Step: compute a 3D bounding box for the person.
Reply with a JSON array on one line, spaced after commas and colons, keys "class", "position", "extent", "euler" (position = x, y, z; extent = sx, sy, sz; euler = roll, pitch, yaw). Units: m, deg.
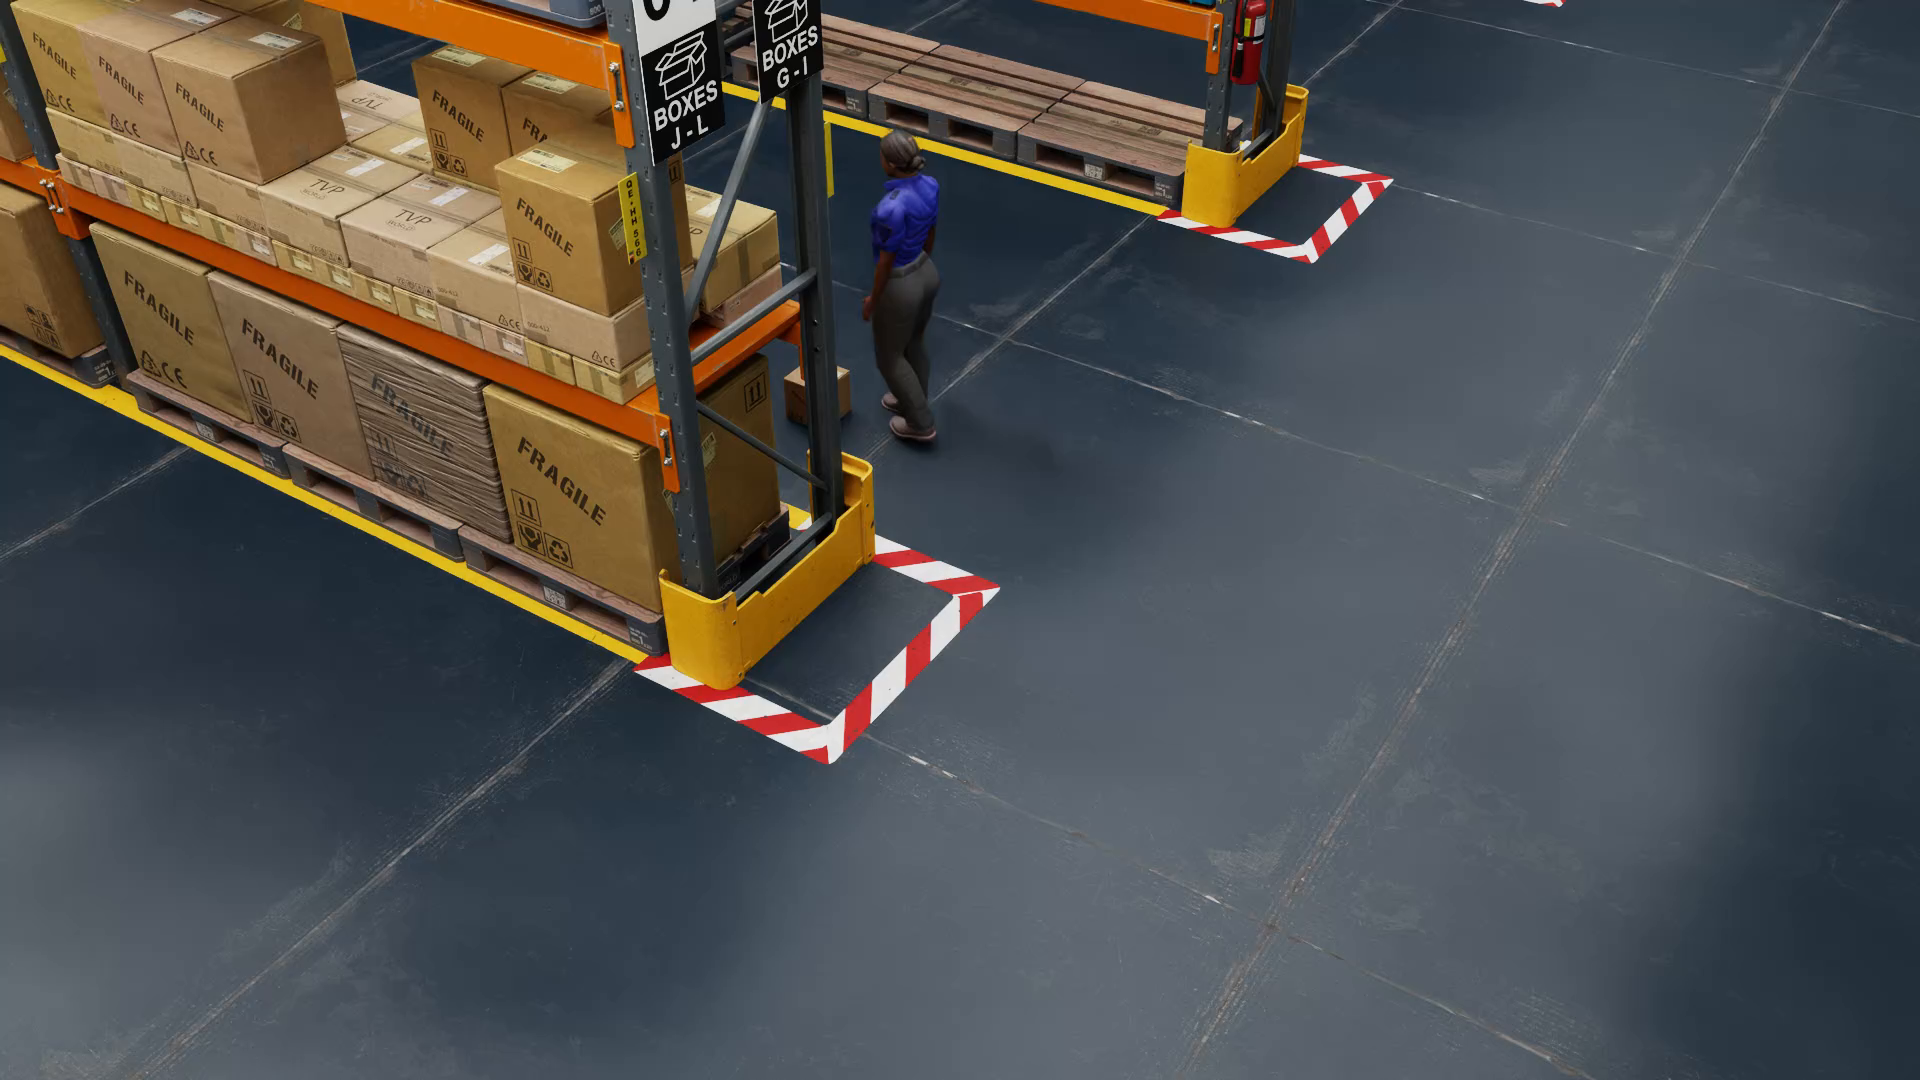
[{"class": "person", "position": [-0.281, -1.249, 8.230], "extent": [0.465, 1.671, 0.461], "euler": [20, 43, 23]}]
